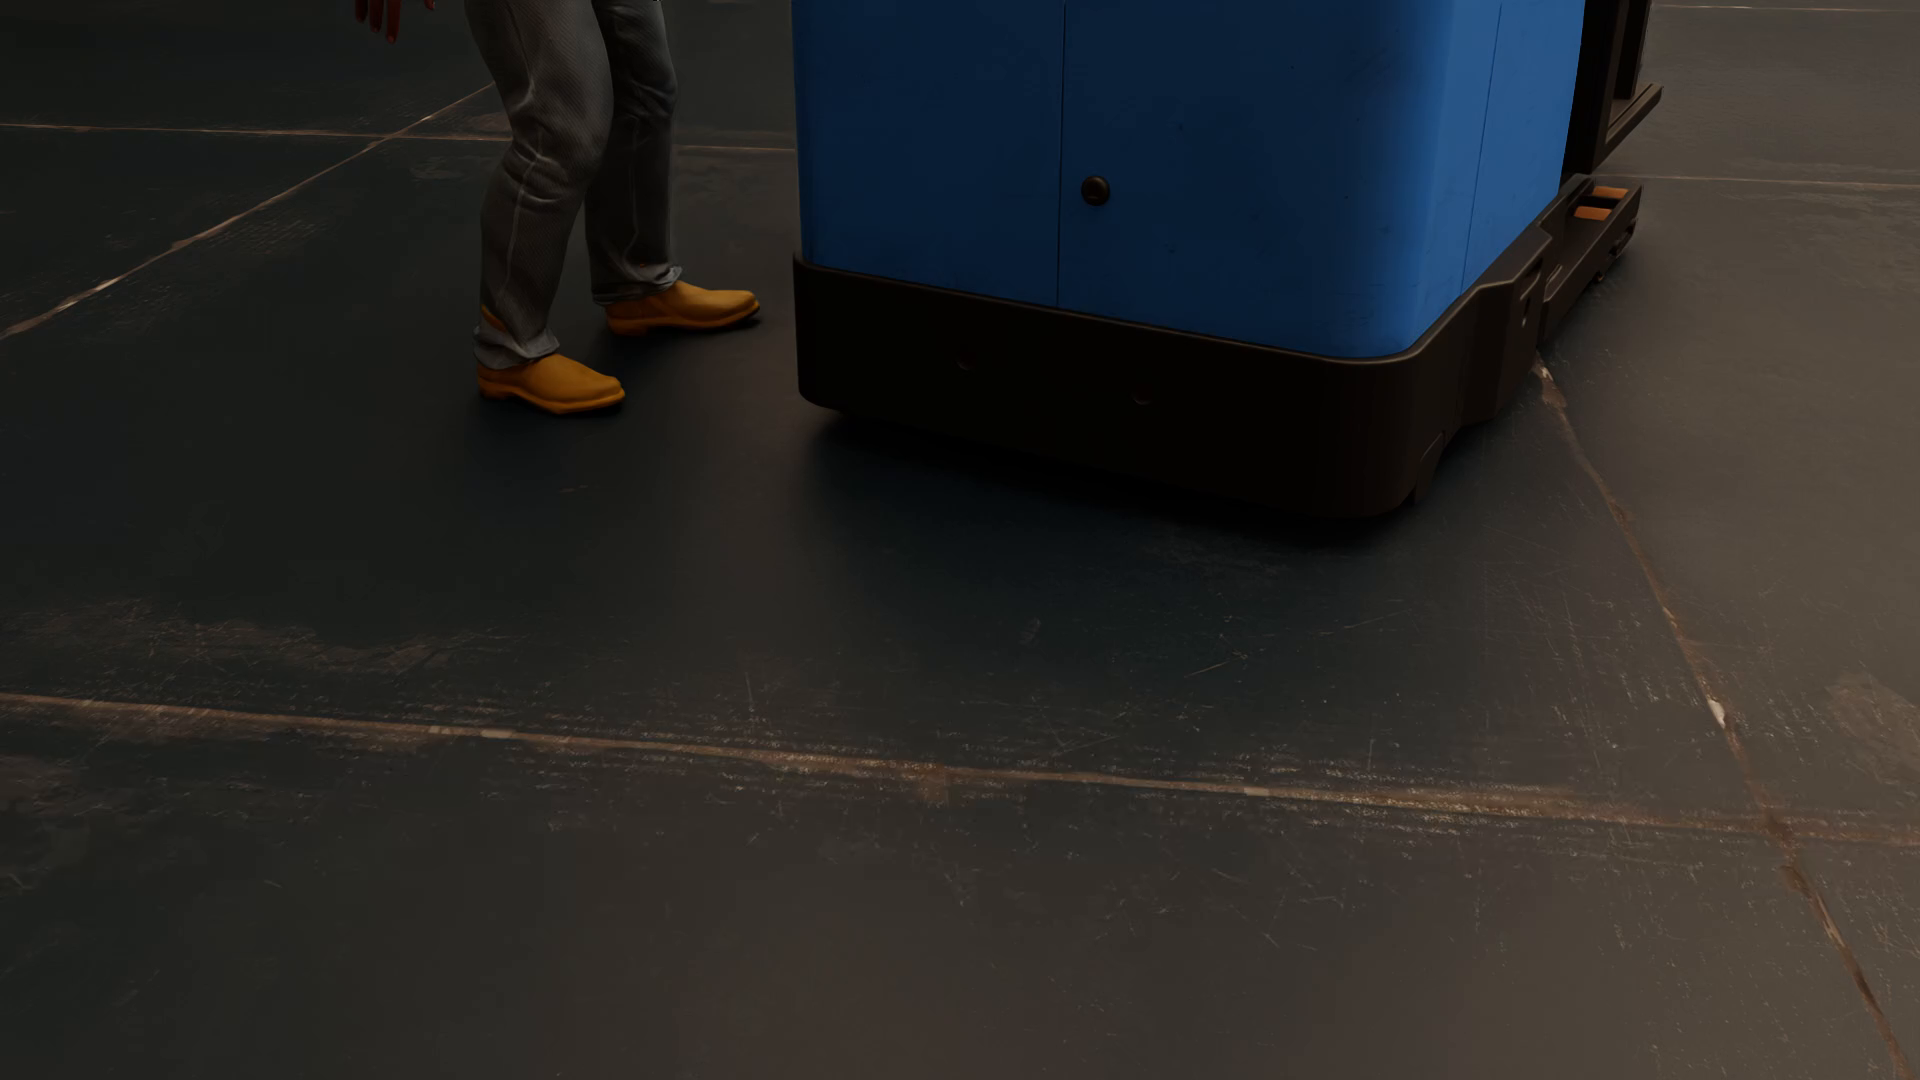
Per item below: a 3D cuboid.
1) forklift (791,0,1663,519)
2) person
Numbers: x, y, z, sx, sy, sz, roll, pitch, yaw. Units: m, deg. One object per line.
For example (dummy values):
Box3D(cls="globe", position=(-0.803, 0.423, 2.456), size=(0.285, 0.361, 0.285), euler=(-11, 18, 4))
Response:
Box3D(cls="forklift", position=(0.890, -1.962, 3.150), size=(1.130, 2.935, 3.031), euler=(14, 30, 26))
Box3D(cls="person", position=(-0.671, -1.080, 2.719), size=(0.423, 1.739, 0.829), euler=(6, 27, 12))
